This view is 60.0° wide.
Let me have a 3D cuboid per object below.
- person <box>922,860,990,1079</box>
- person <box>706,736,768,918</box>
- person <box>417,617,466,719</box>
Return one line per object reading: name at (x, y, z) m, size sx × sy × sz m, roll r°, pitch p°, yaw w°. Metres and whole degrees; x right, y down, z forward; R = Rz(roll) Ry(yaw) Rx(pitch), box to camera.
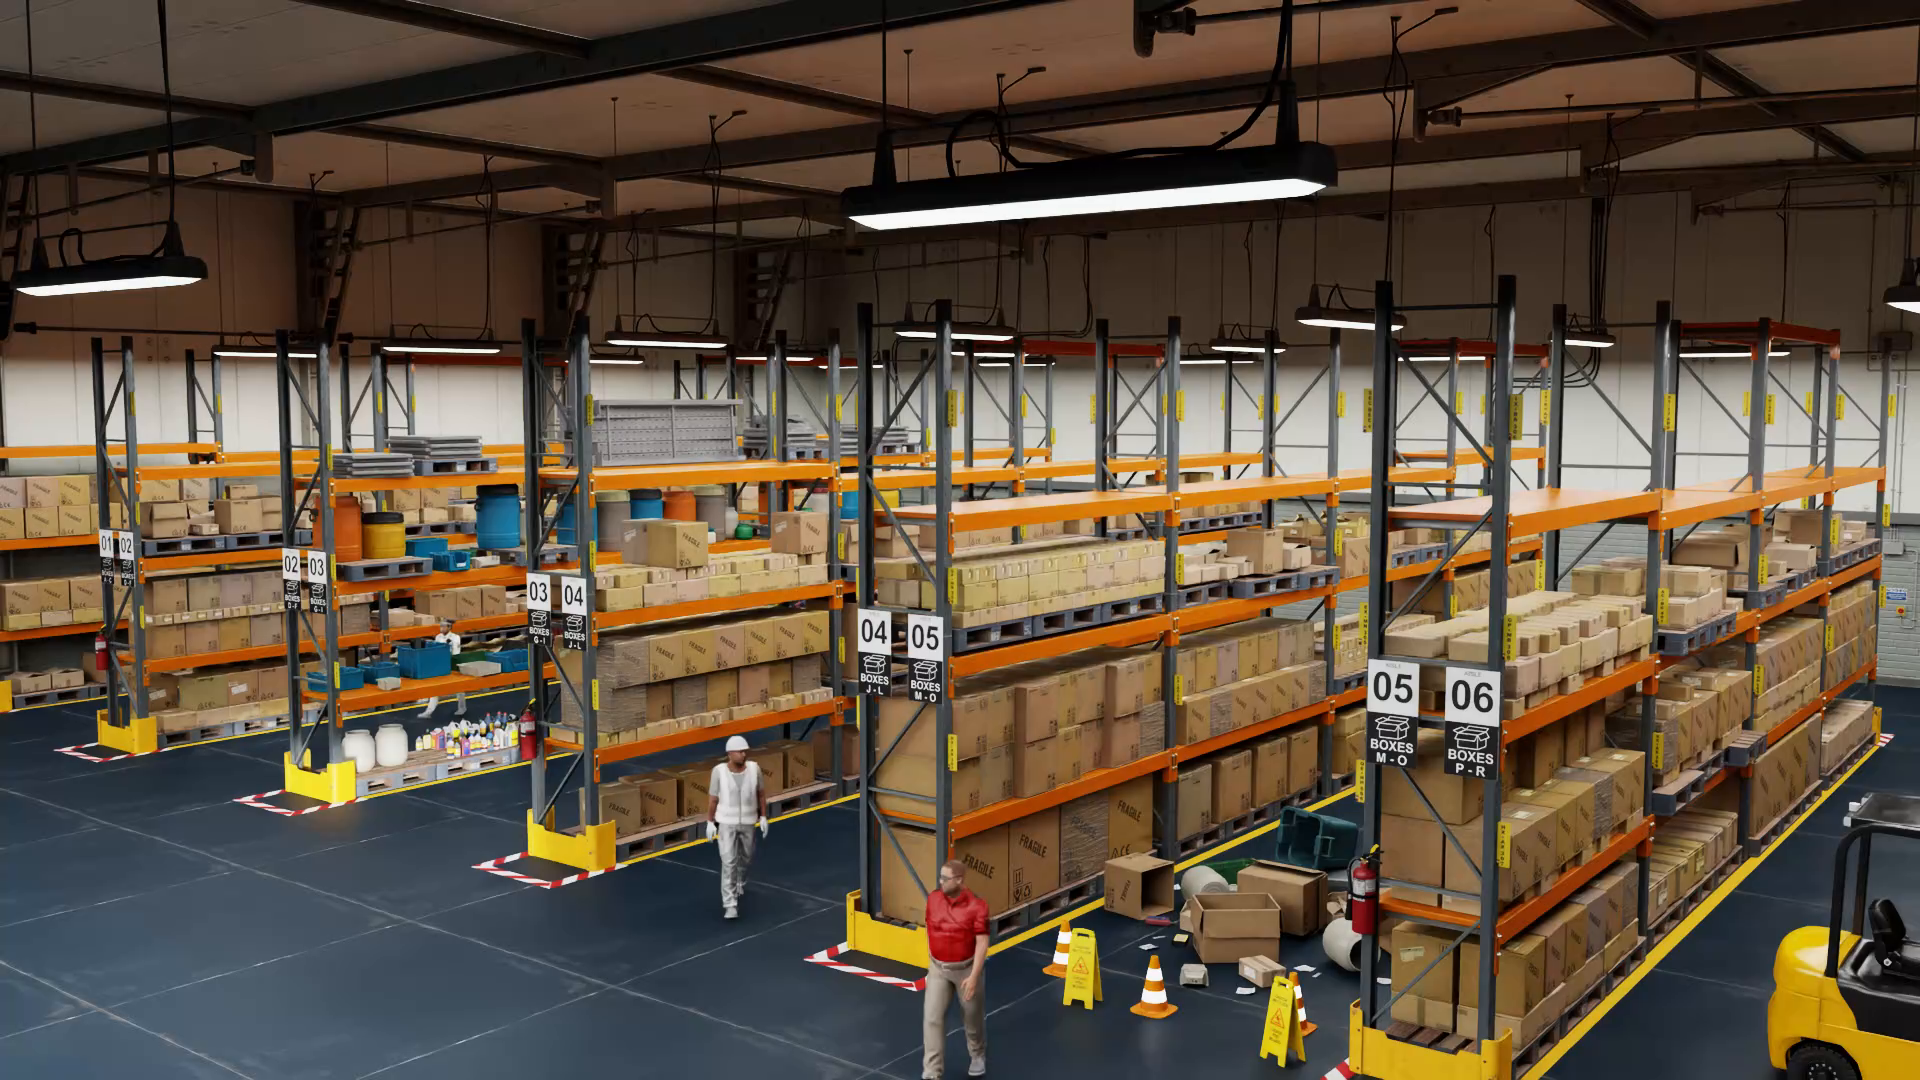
person at (-0.059, 3.226, 12.348) m, size 0.555 × 1.690 × 0.938 m, roll 2°, pitch 5°, yaw 20°
person at (-2.242, 2.836, 16.737) m, size 0.610 × 1.756 × 0.906 m, roll -2°, pitch 5°, yaw -20°
person at (-8.179, 2.033, 26.404) m, size 0.517 × 1.620 × 1.036 m, roll 1°, pitch 5°, yaw 8°
